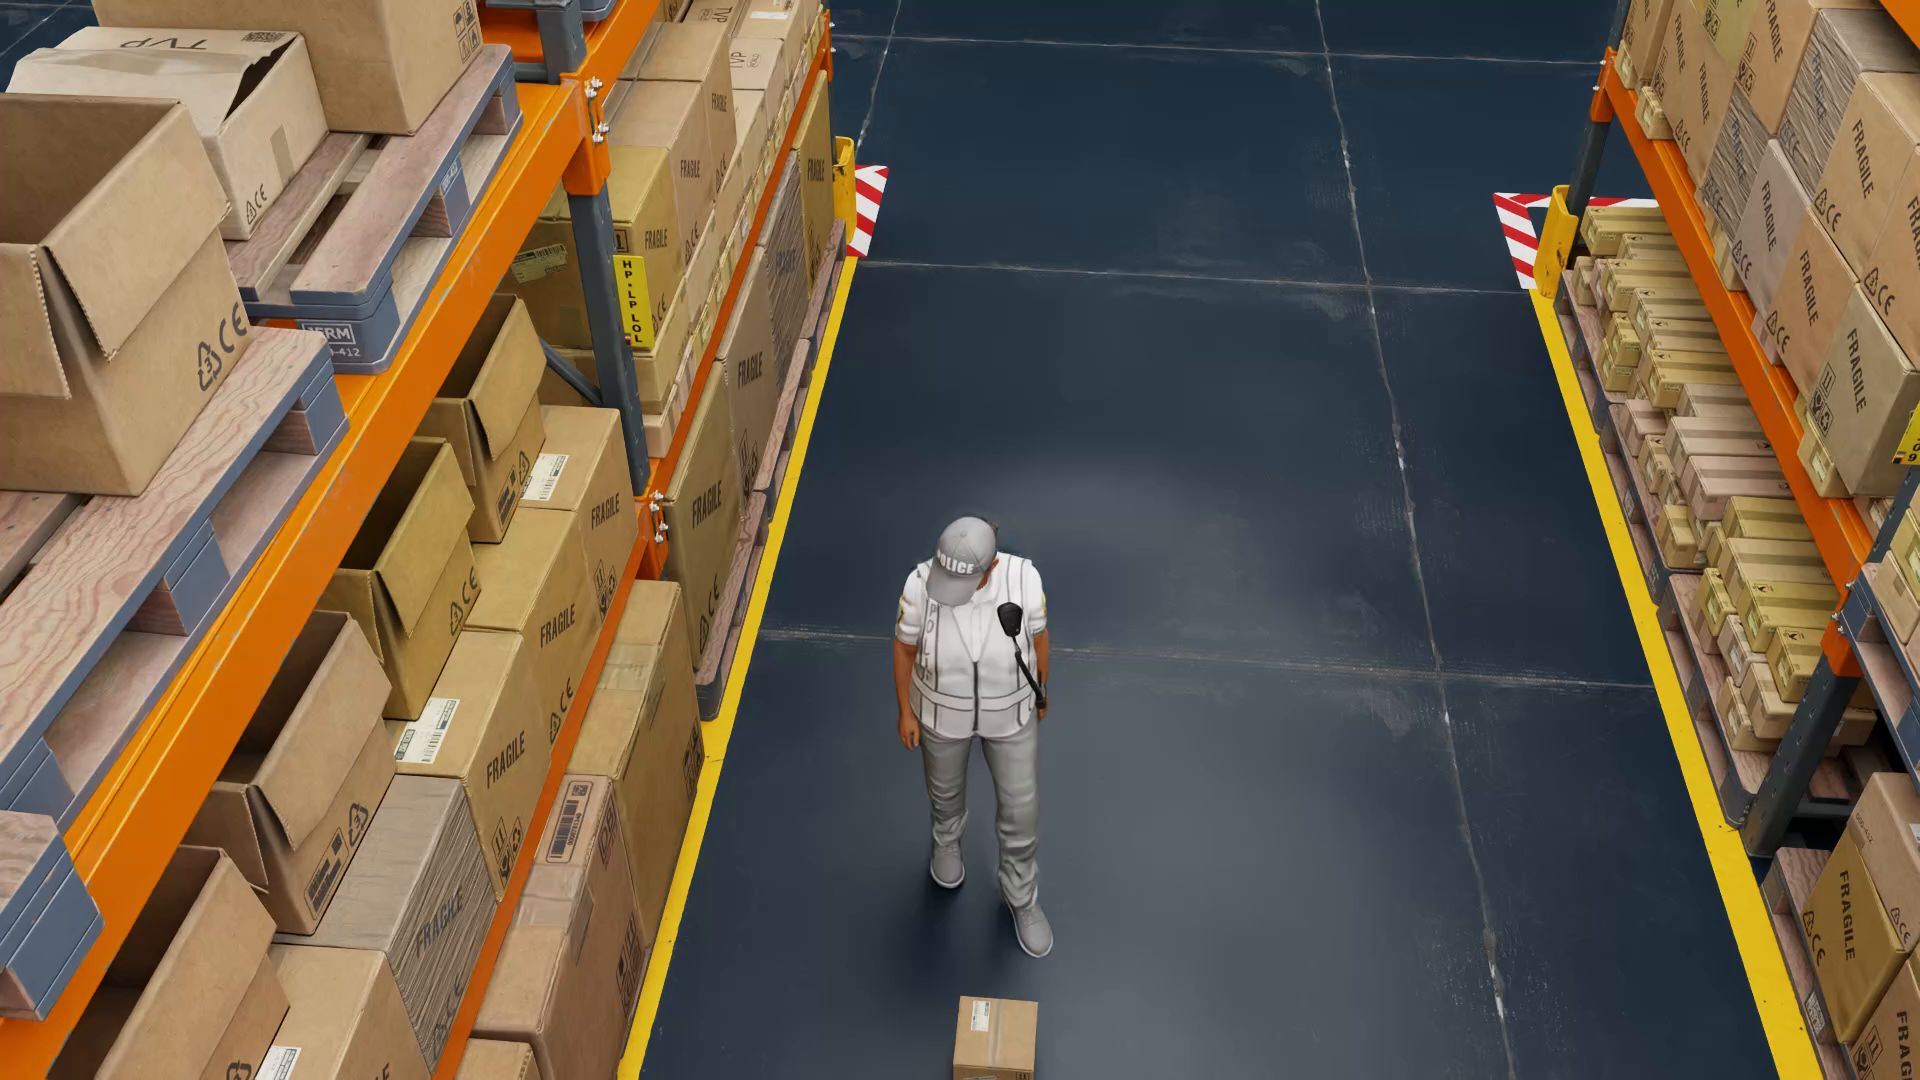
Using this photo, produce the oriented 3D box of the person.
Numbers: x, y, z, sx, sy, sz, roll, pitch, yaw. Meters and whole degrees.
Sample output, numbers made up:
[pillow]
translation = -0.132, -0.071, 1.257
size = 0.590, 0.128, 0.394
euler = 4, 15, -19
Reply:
[person]
translation = 0.053, 0.626, 5.418
size = 0.535, 1.675, 0.573
euler = 0, 40, -1
